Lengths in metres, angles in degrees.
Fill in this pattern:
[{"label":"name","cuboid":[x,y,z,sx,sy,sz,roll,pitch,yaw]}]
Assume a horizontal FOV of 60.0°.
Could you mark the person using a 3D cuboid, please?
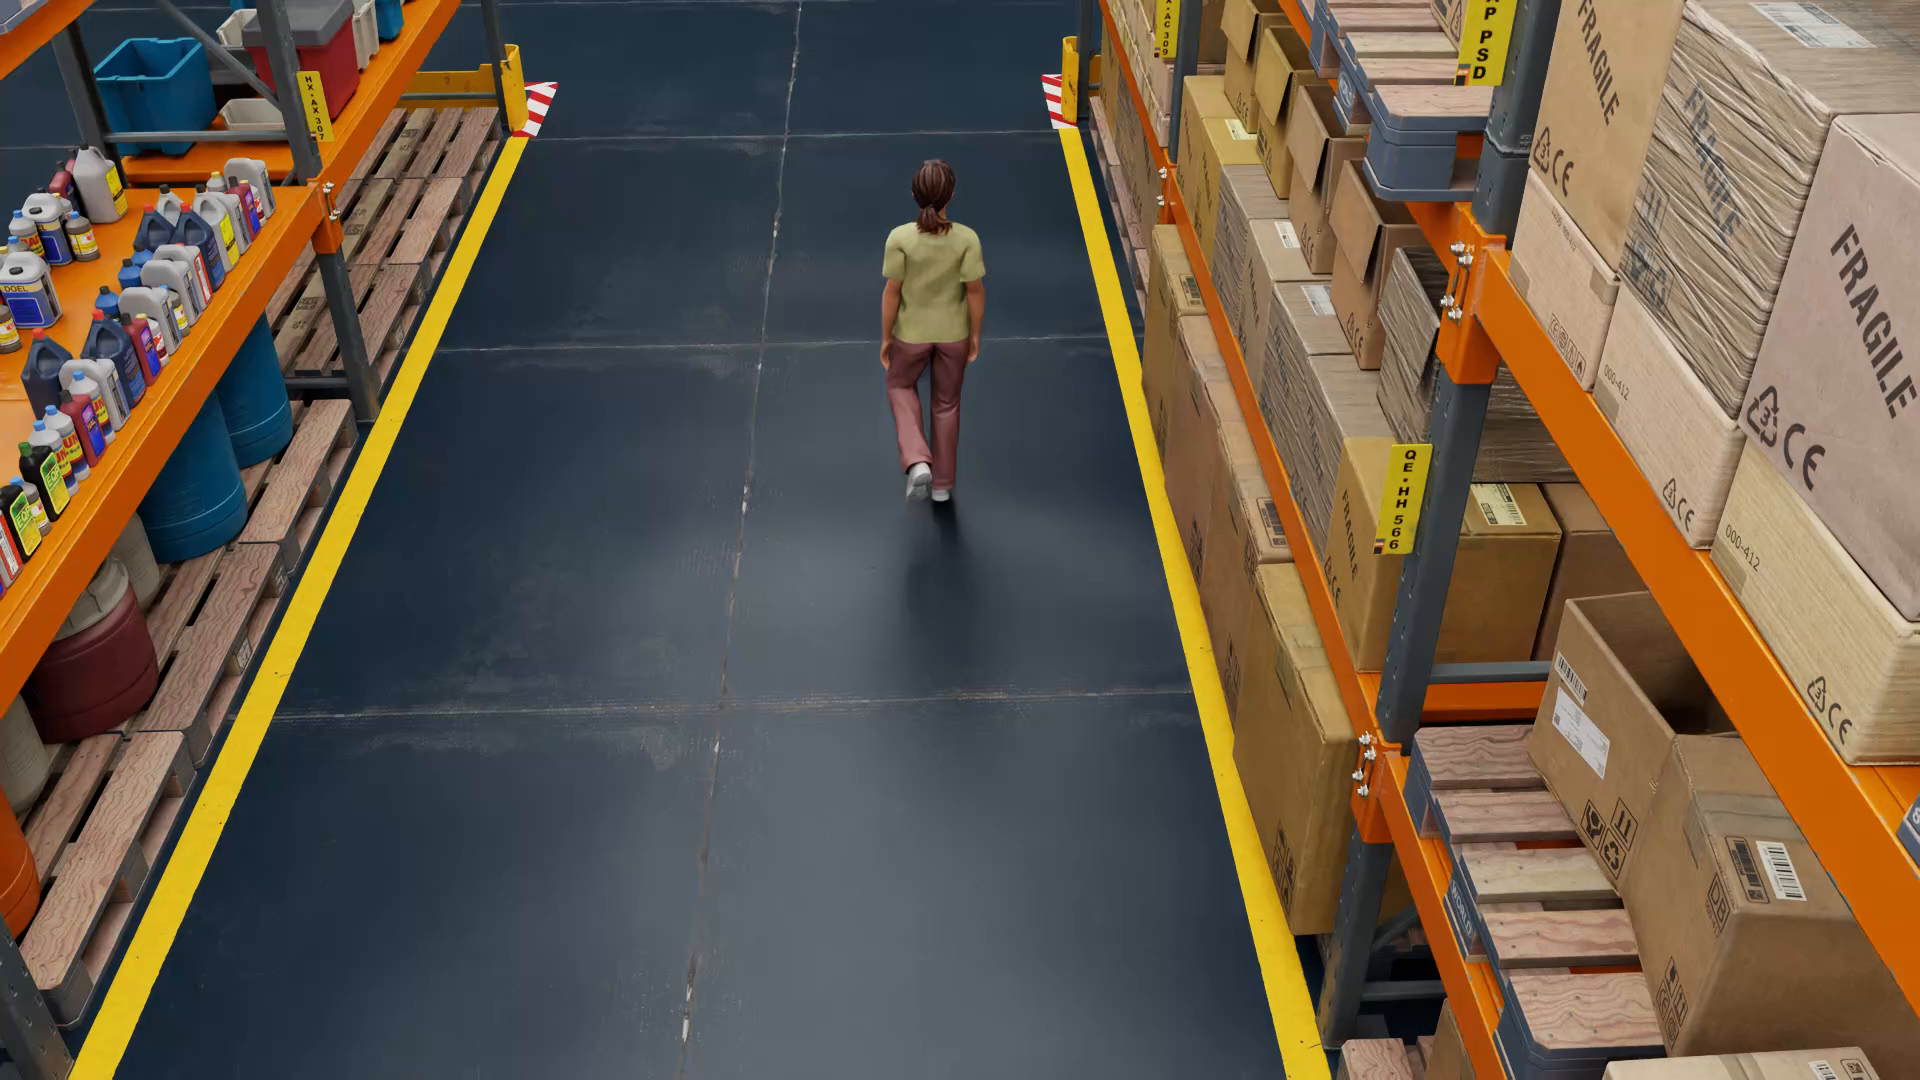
[{"label":"person","cuboid":[-0.122,-0.882,7.348,0.466,1.663,0.504,-1,35,-2]}]
